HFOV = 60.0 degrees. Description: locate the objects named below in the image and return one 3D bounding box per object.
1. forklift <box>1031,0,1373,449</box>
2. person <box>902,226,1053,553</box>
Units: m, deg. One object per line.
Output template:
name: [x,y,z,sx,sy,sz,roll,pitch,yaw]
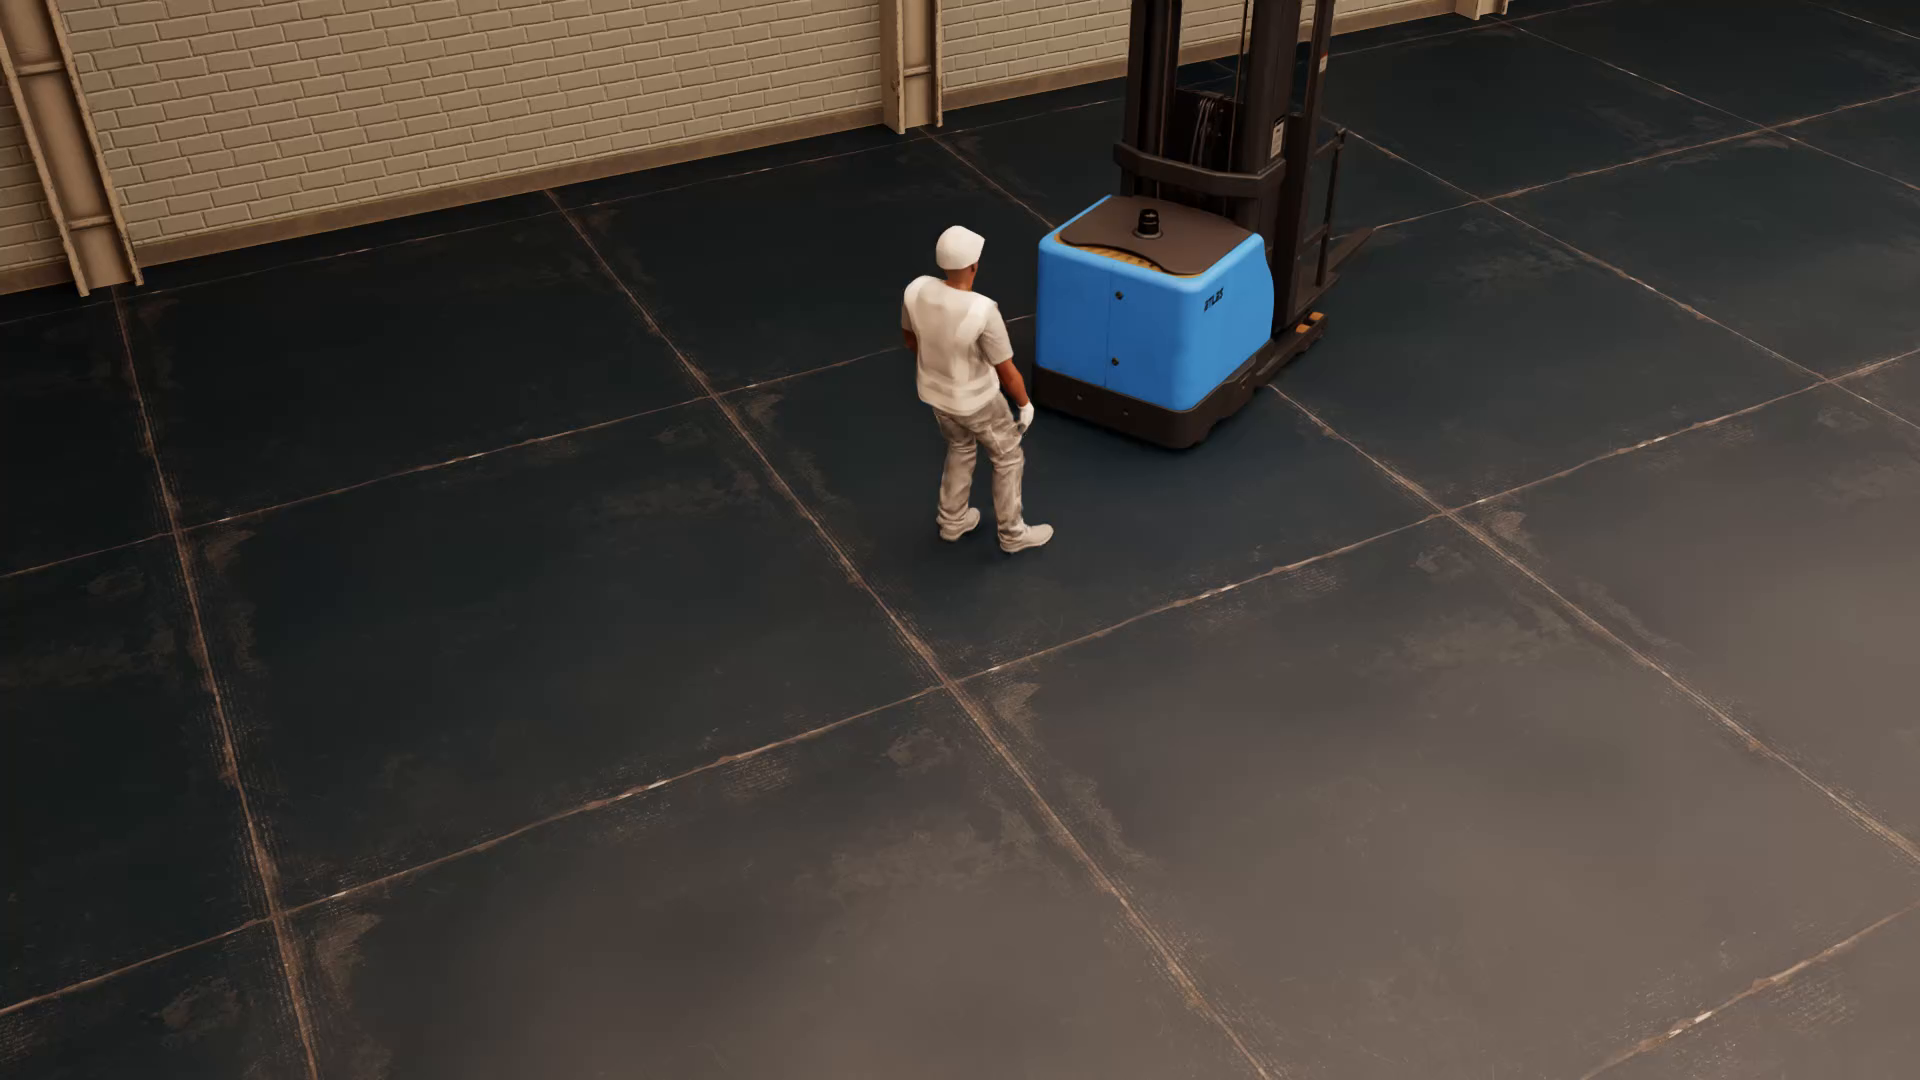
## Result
forklift: [1.664,-2.512,9.676,1.130,2.935,3.031,22,41,28]
person: [0.064,-0.752,8.224,0.734,1.761,0.508,25,42,31]
